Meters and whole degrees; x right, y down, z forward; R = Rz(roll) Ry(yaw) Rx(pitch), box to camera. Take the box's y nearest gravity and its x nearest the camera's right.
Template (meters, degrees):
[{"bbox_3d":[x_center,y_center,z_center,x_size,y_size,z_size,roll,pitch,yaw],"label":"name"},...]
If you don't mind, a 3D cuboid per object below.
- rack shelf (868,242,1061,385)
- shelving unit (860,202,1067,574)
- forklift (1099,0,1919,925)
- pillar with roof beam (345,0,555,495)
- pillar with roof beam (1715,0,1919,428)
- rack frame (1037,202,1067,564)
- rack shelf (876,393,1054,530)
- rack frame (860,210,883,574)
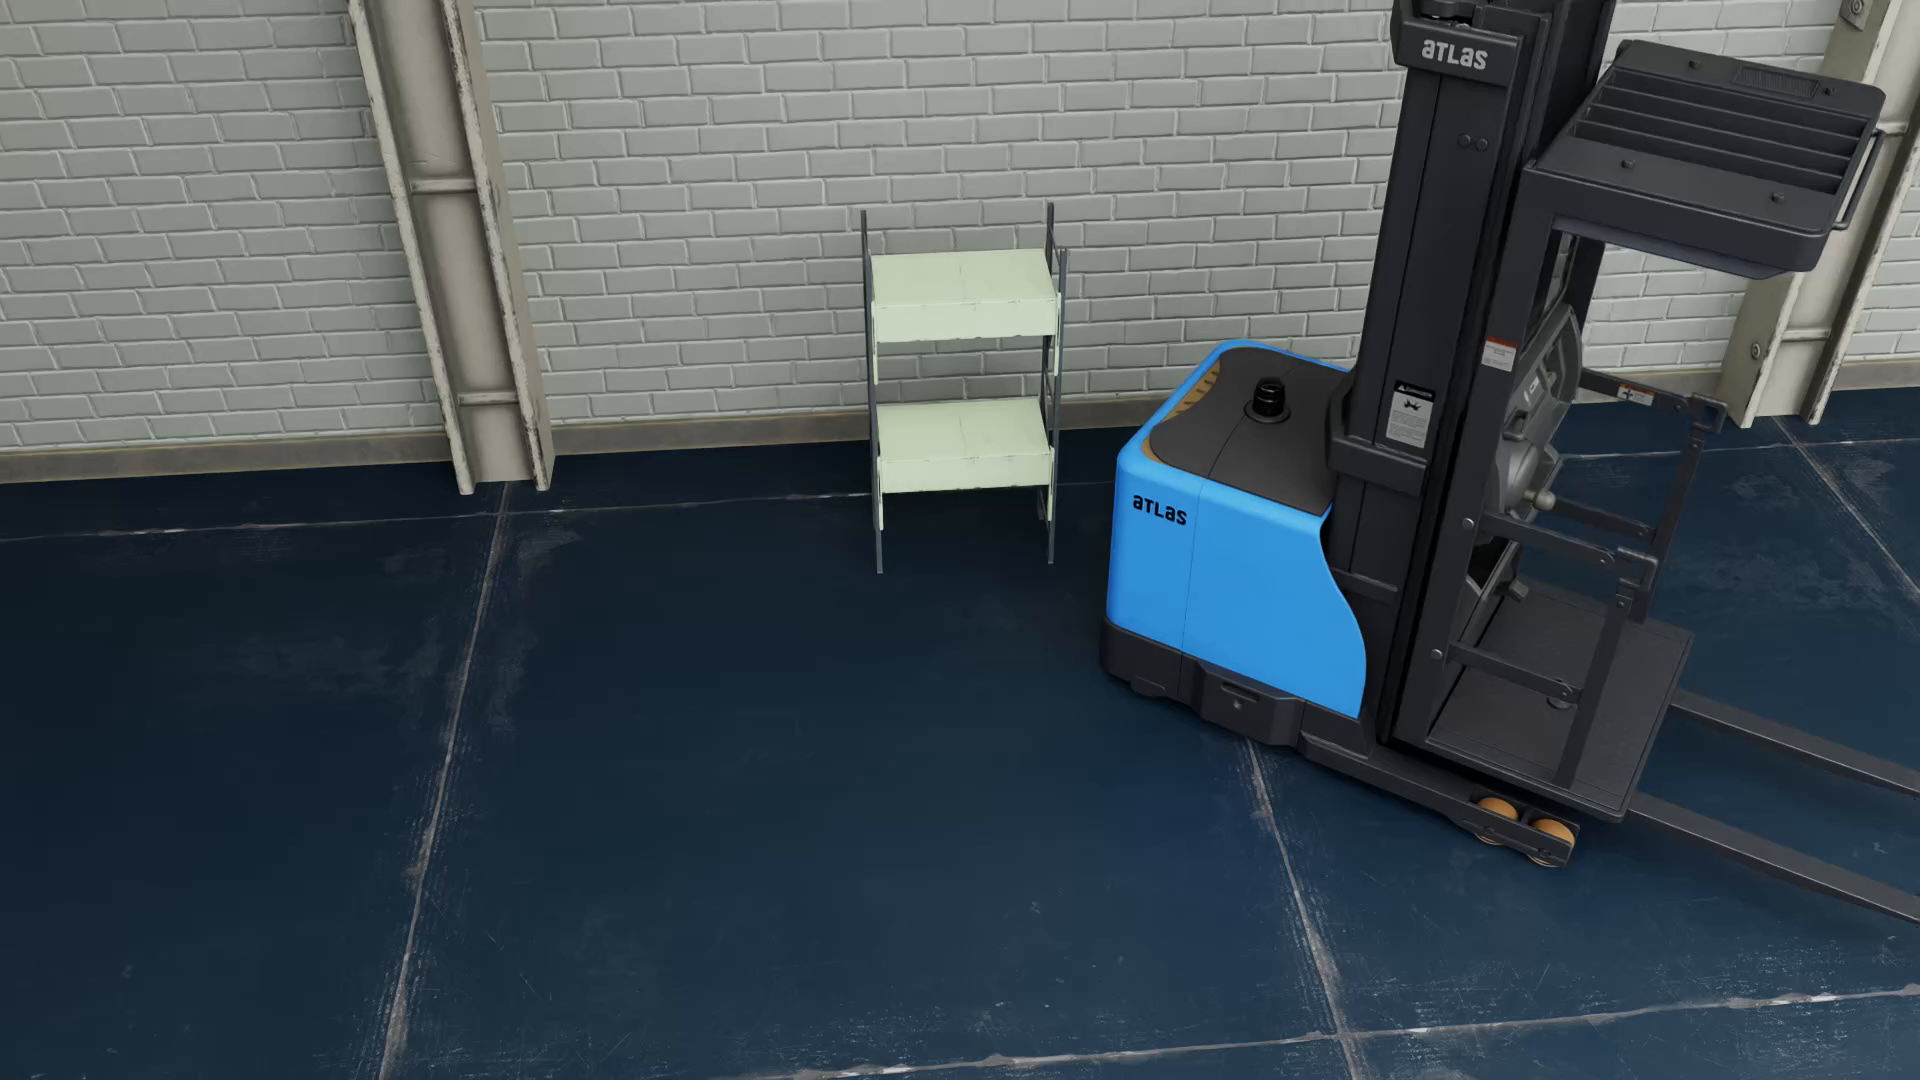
[{"bbox_3d":[0.007,-0.896,6.544,0.720,0.370,0.431,-3,38,-4],"label":"rack shelf"},{"bbox_3d":[0.007,-0.589,6.786,0.755,1.500,0.431,-3,38,-4],"label":"shelving unit"},{"bbox_3d":[2.071,-0.389,5.377,3.031,2.935,1.130,21,43,24],"label":"forklift"},{"bbox_3d":[-1.694,-1.187,1.490,0.400,9.000,9.100,-3,38,-4],"label":"pillar with roof beam"},{"bbox_3d":[4.283,-1.516,1.907,0.400,9.000,9.100,-3,38,-4],"label":"pillar with roof beam"},{"bbox_3d":[0.371,-0.609,6.811,0.023,1.500,0.400,-3,38,-4],"label":"rack frame"},{"bbox_3d":[0.007,-0.333,6.988,0.720,0.370,0.431,-3,38,-4],"label":"rack shelf"},{"bbox_3d":[-0.358,-0.569,6.760,0.023,1.500,0.400,-3,38,-4],"label":"rack frame"}]
